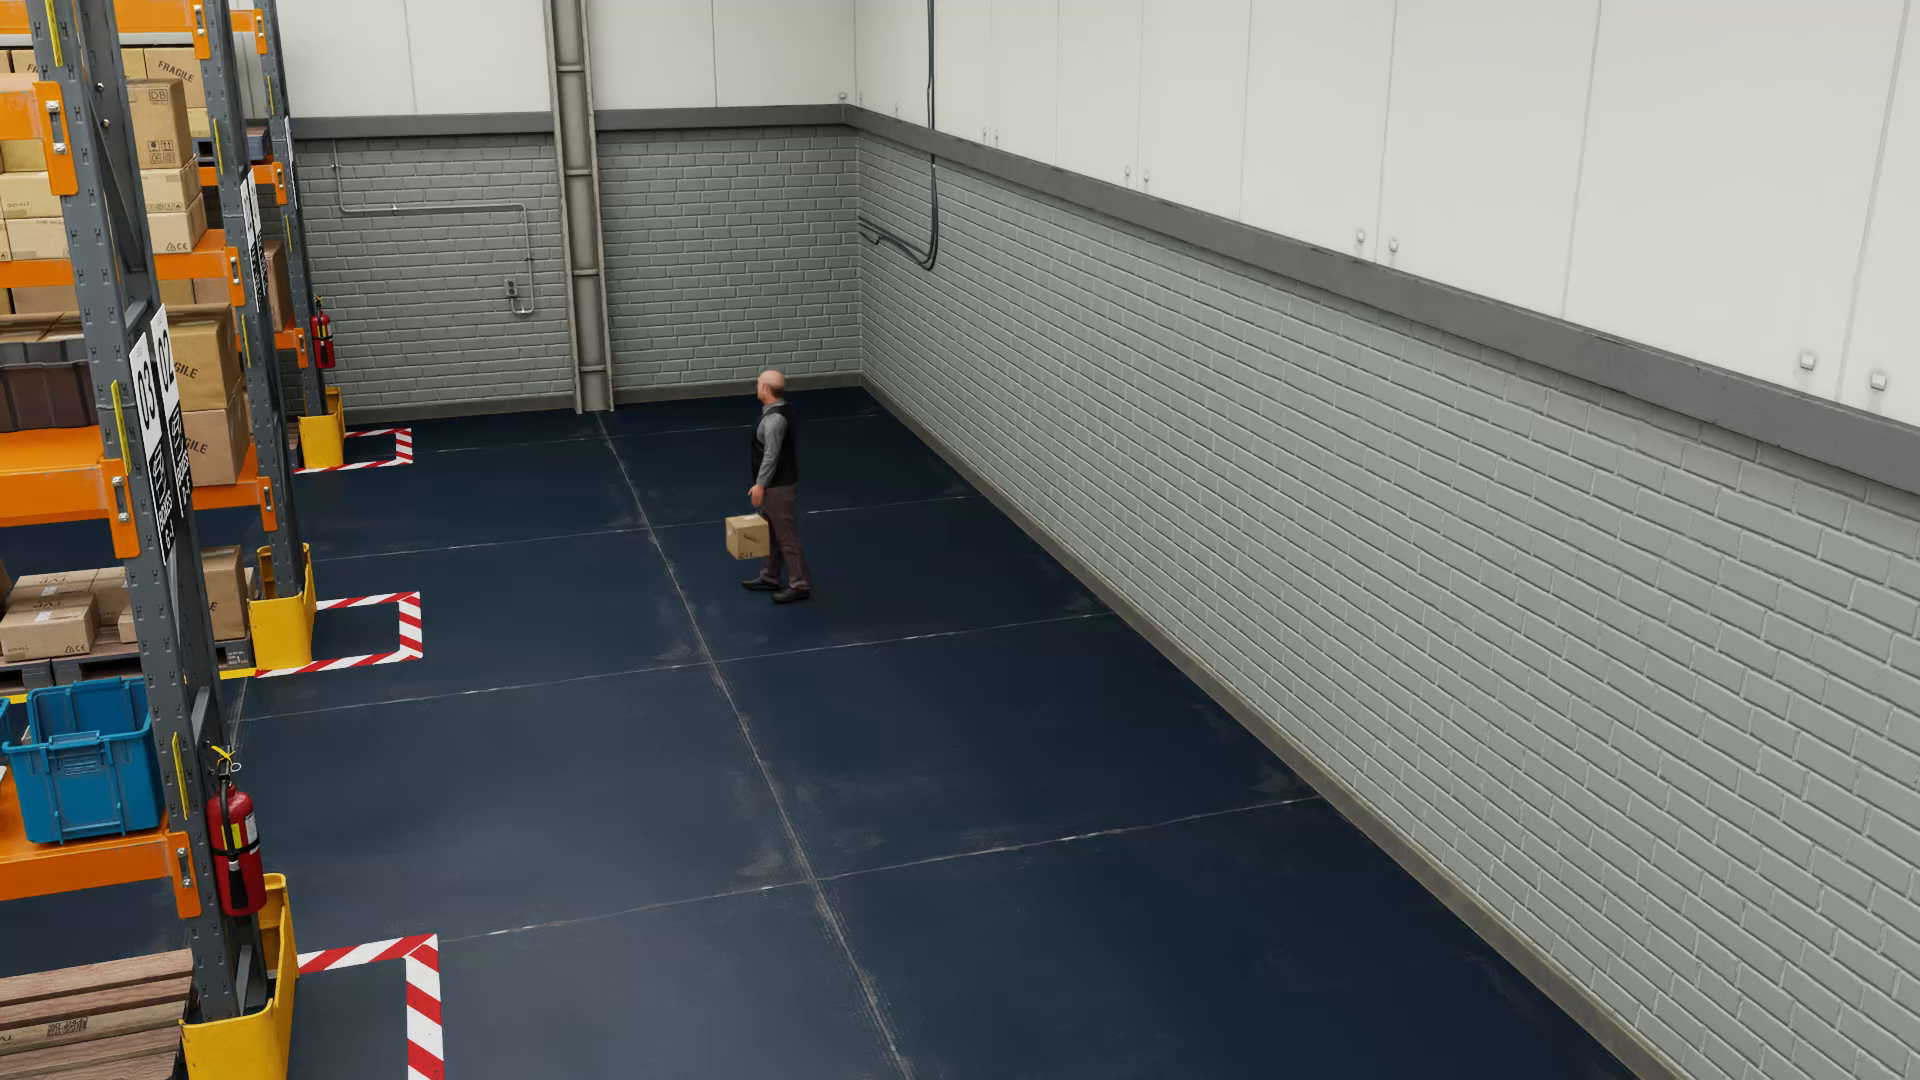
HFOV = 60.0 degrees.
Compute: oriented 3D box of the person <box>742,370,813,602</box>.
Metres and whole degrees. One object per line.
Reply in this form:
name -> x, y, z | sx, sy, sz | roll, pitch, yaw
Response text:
person -> -1.383, -0.399, 12.253 | 0.564, 1.725, 0.549 | 0, 19, 0
